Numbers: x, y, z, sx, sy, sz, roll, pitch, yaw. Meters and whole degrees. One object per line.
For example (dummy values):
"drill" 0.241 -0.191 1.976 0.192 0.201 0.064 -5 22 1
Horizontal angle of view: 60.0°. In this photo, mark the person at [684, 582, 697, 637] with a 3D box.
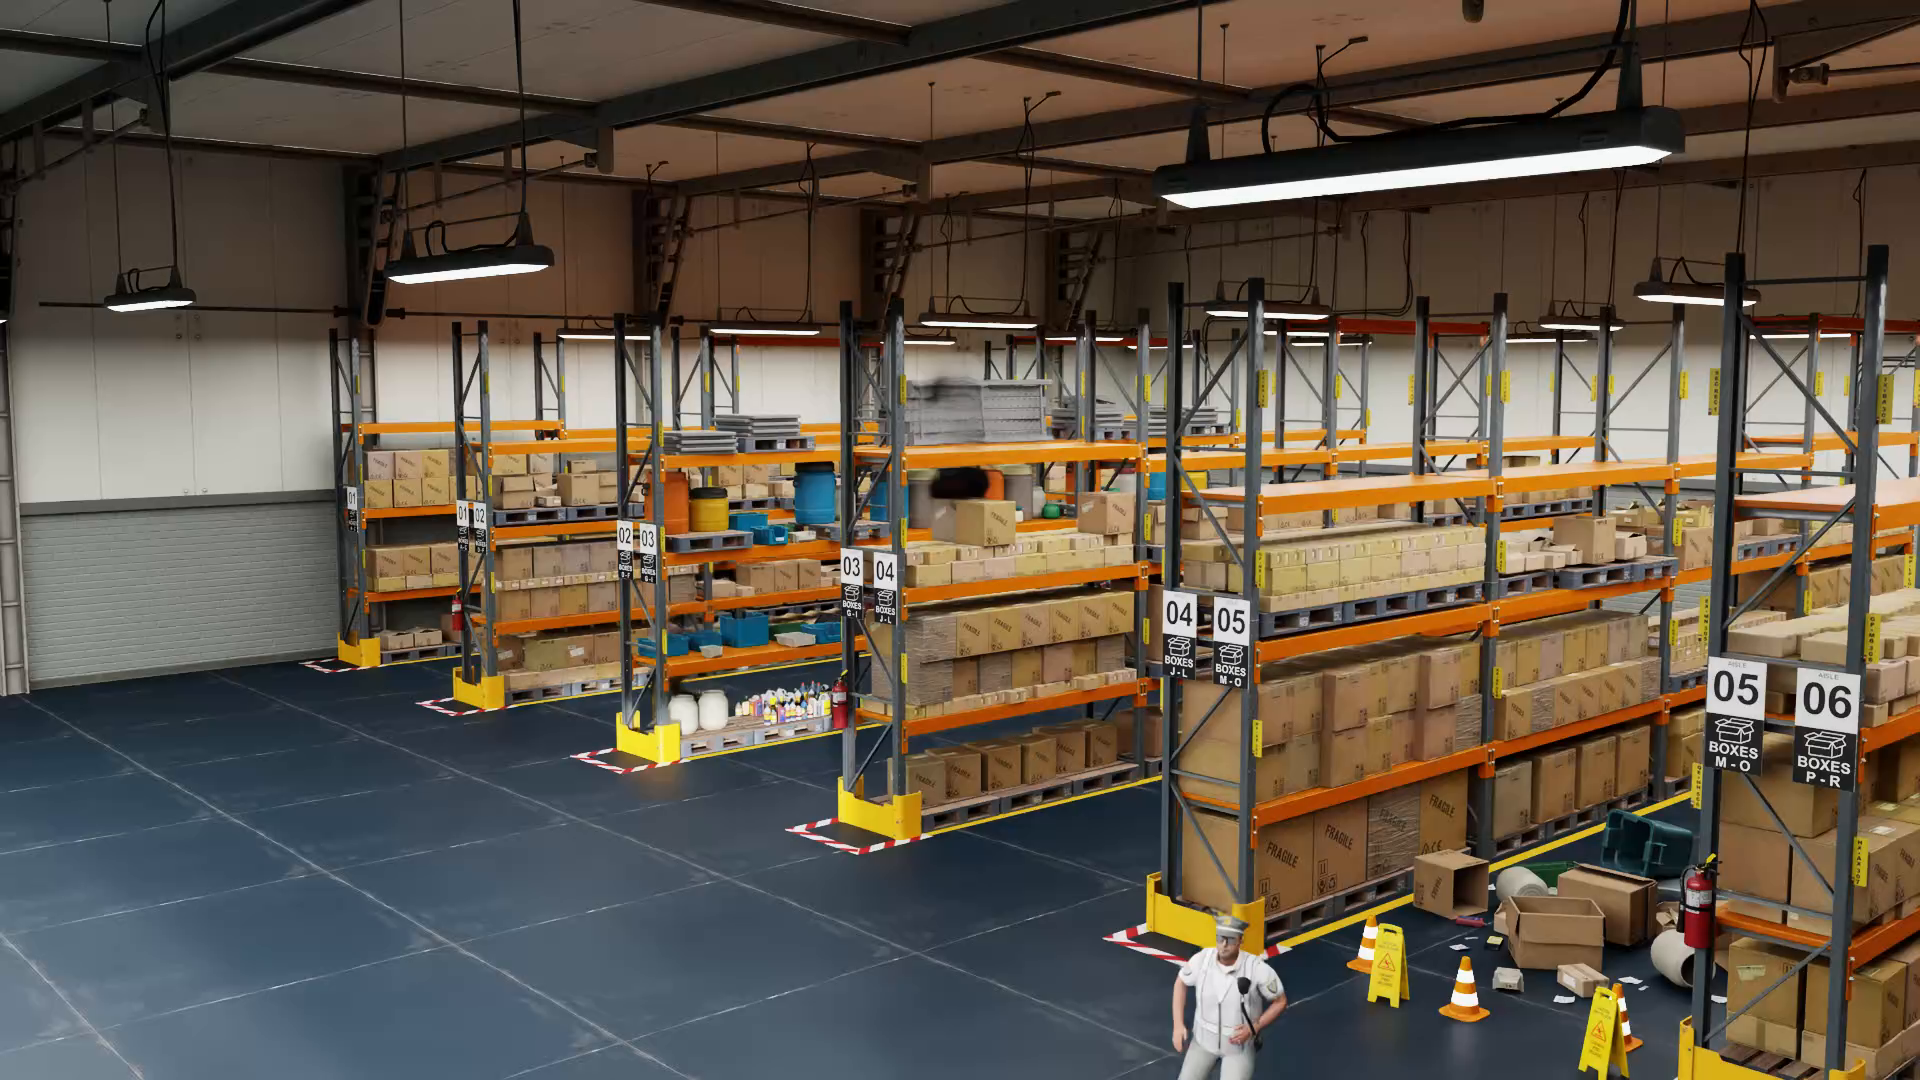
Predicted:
"person" -5.069 1.311 30.931 0.506 1.592 0.662 4 7 35

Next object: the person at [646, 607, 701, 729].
"person" -4.290 1.856 24.679 0.687 1.775 0.992 4 7 36

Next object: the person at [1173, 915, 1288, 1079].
"person" 1.695 3.267 10.835 0.864 1.785 0.649 2 6 20
